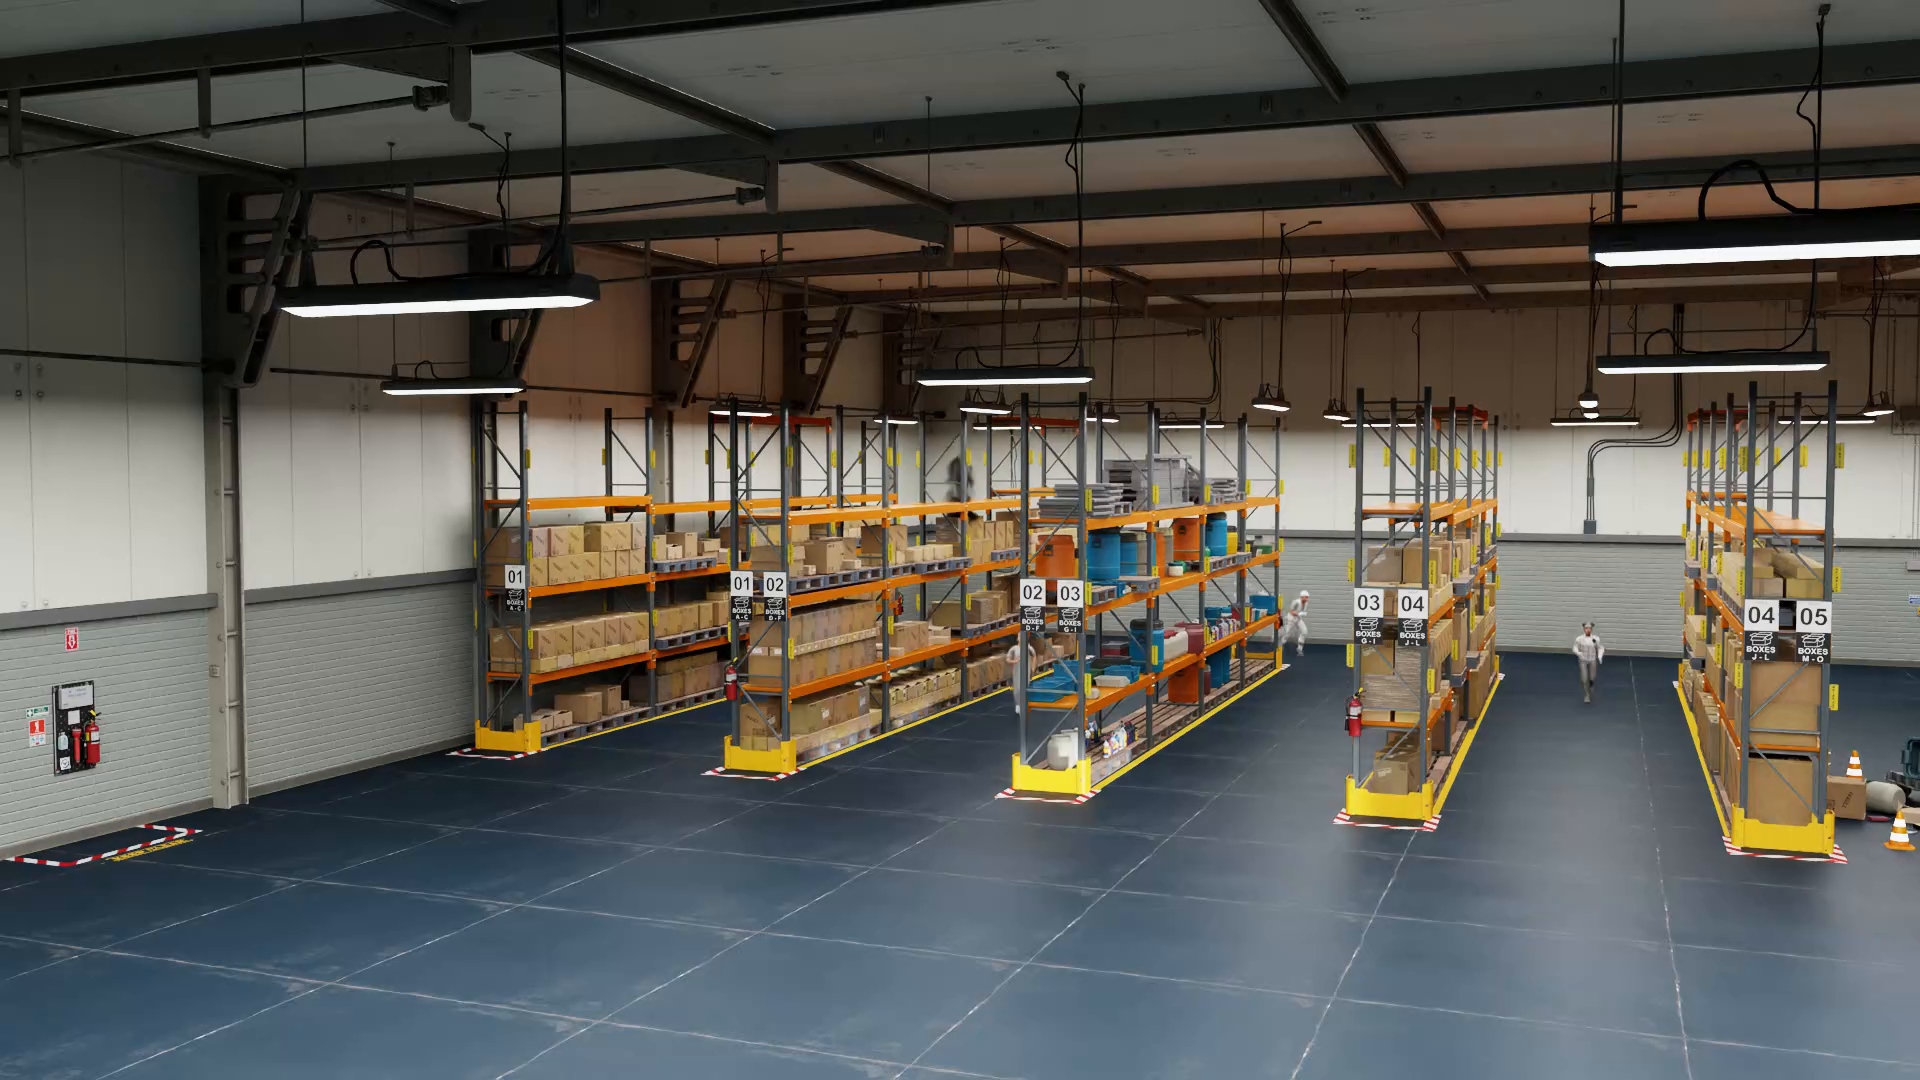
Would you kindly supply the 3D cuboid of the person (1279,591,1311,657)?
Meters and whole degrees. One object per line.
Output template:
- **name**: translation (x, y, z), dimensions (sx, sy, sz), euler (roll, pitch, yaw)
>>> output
- **person**: translation (8.550, 2.127, 42.444), dimensions (0.673, 1.718, 0.998), euler (-2, 3, -35)

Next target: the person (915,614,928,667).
- **person**: translation (-0.846, 2.407, 37.329), dimensions (0.516, 1.554, 0.523), euler (1, 3, 16)

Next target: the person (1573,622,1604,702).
- **person**: translation (12.983, 2.511, 34.362), dimensions (0.612, 1.658, 0.548), euler (1, 3, 19)

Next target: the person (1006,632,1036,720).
- **person**: translation (1.177, 2.592, 32.036), dimensions (0.582, 1.655, 0.904), euler (0, 3, 1)
